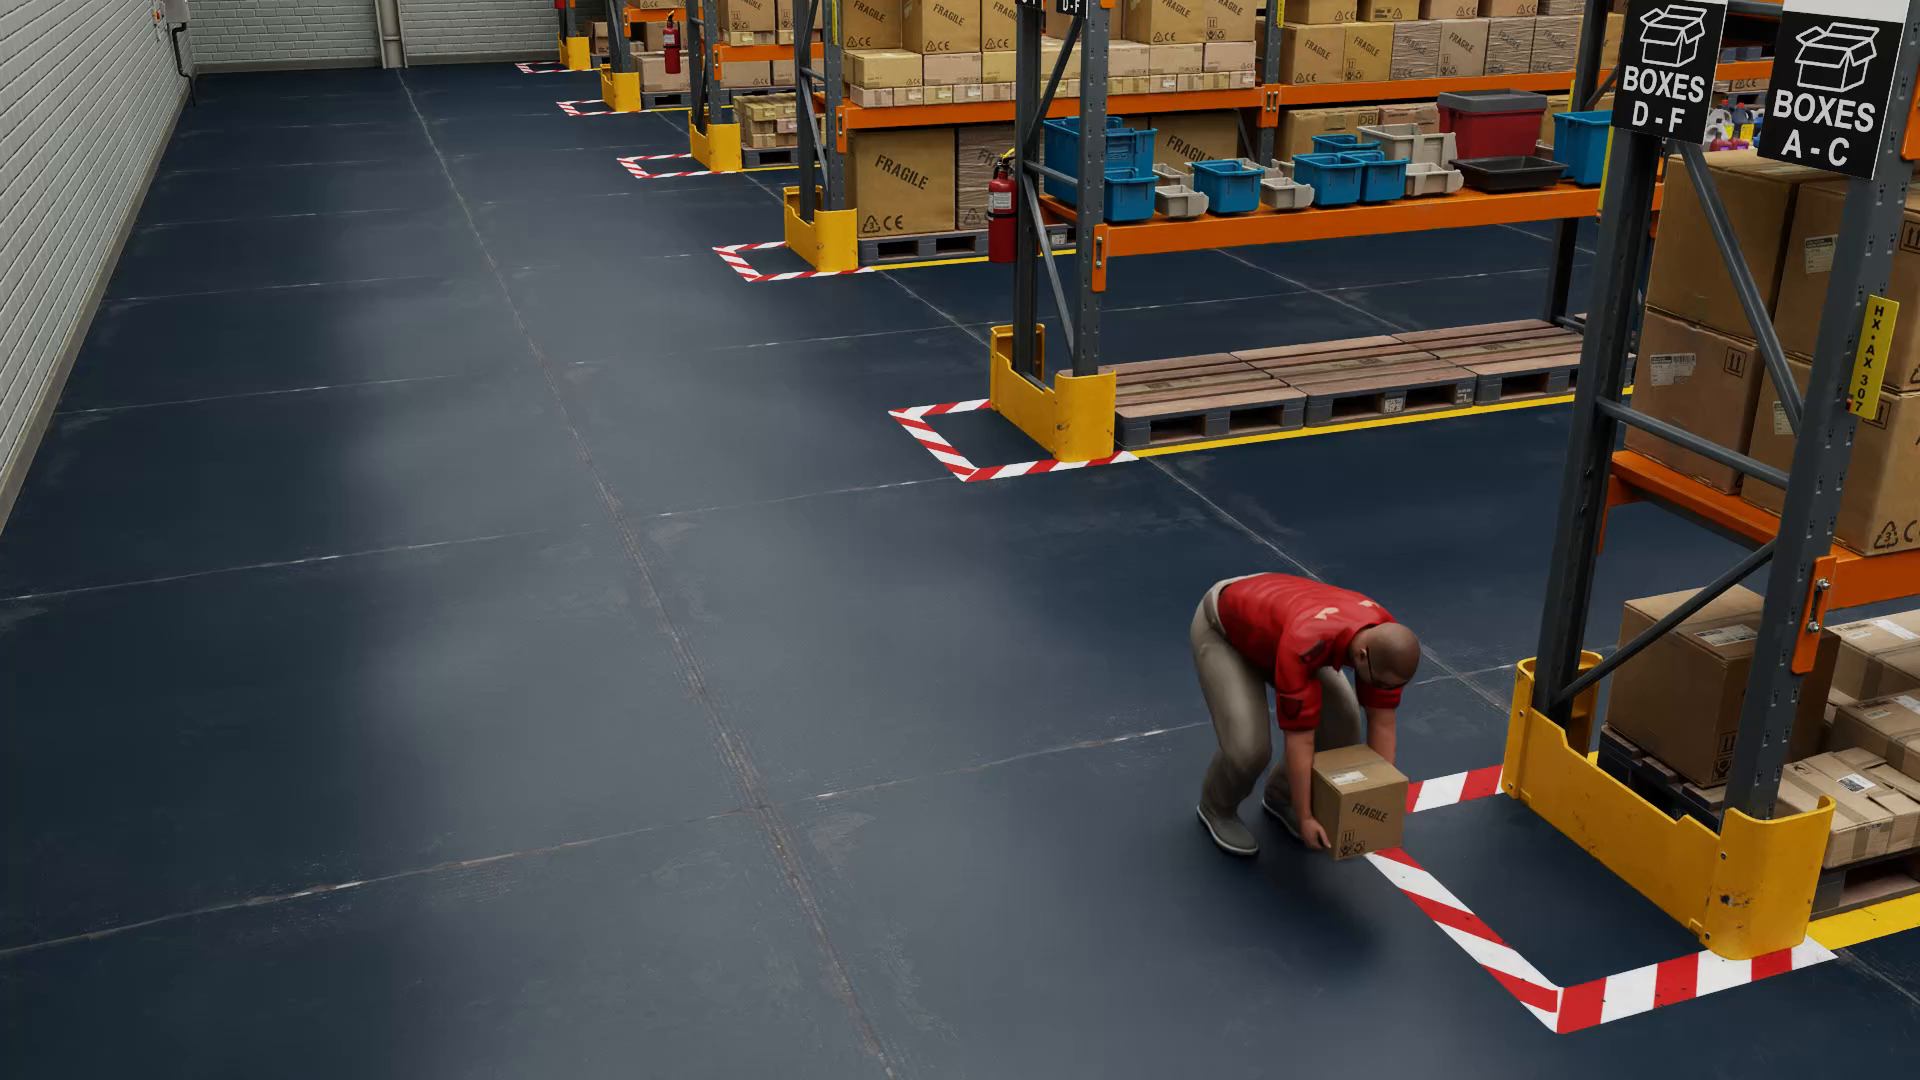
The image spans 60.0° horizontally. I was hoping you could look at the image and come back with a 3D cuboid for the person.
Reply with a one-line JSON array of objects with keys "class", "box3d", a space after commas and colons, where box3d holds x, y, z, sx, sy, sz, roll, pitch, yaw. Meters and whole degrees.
[{"class": "person", "box3d": [1.135, 0.573, 5.558, 0.524, 0.950, 0.943, -10, 24, -23]}]
